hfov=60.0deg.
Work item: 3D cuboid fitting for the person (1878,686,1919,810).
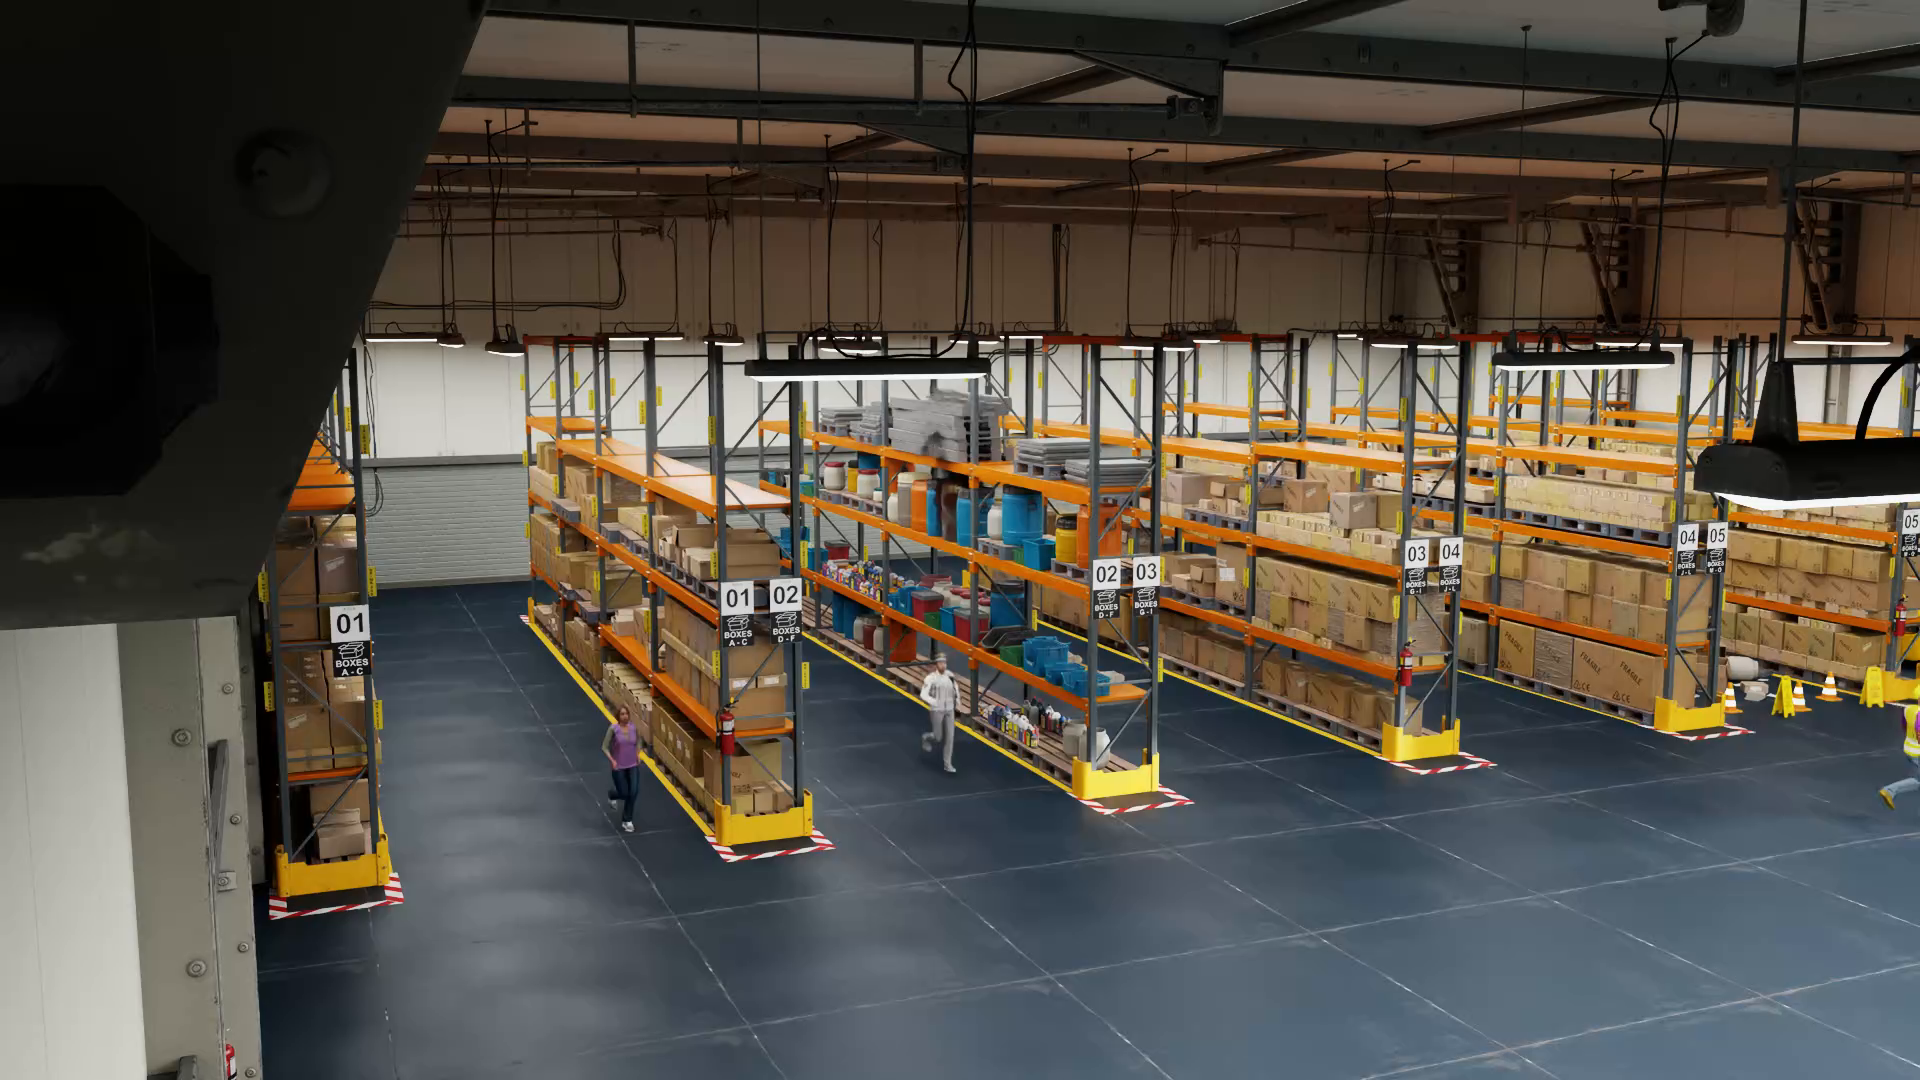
[{"bbox_3d":[12.052,2.662,20.994,0.675,1.677,0.732,1,8,8],"label":"person"}]

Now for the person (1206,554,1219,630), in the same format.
[{"bbox_3d":[4.883,1.108,33.026,0.604,1.688,0.893,-4,9,-28],"label":"person"}]

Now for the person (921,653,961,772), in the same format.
[{"bbox_3d":[-0.242,2.401,23.475,0.632,1.661,0.869,-4,8,-25],"label":"person"}]

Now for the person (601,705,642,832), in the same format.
[{"bbox_3d":[-4.206,2.819,20.769,0.533,1.565,0.633,-5,9,-31],"label":"person"}]
